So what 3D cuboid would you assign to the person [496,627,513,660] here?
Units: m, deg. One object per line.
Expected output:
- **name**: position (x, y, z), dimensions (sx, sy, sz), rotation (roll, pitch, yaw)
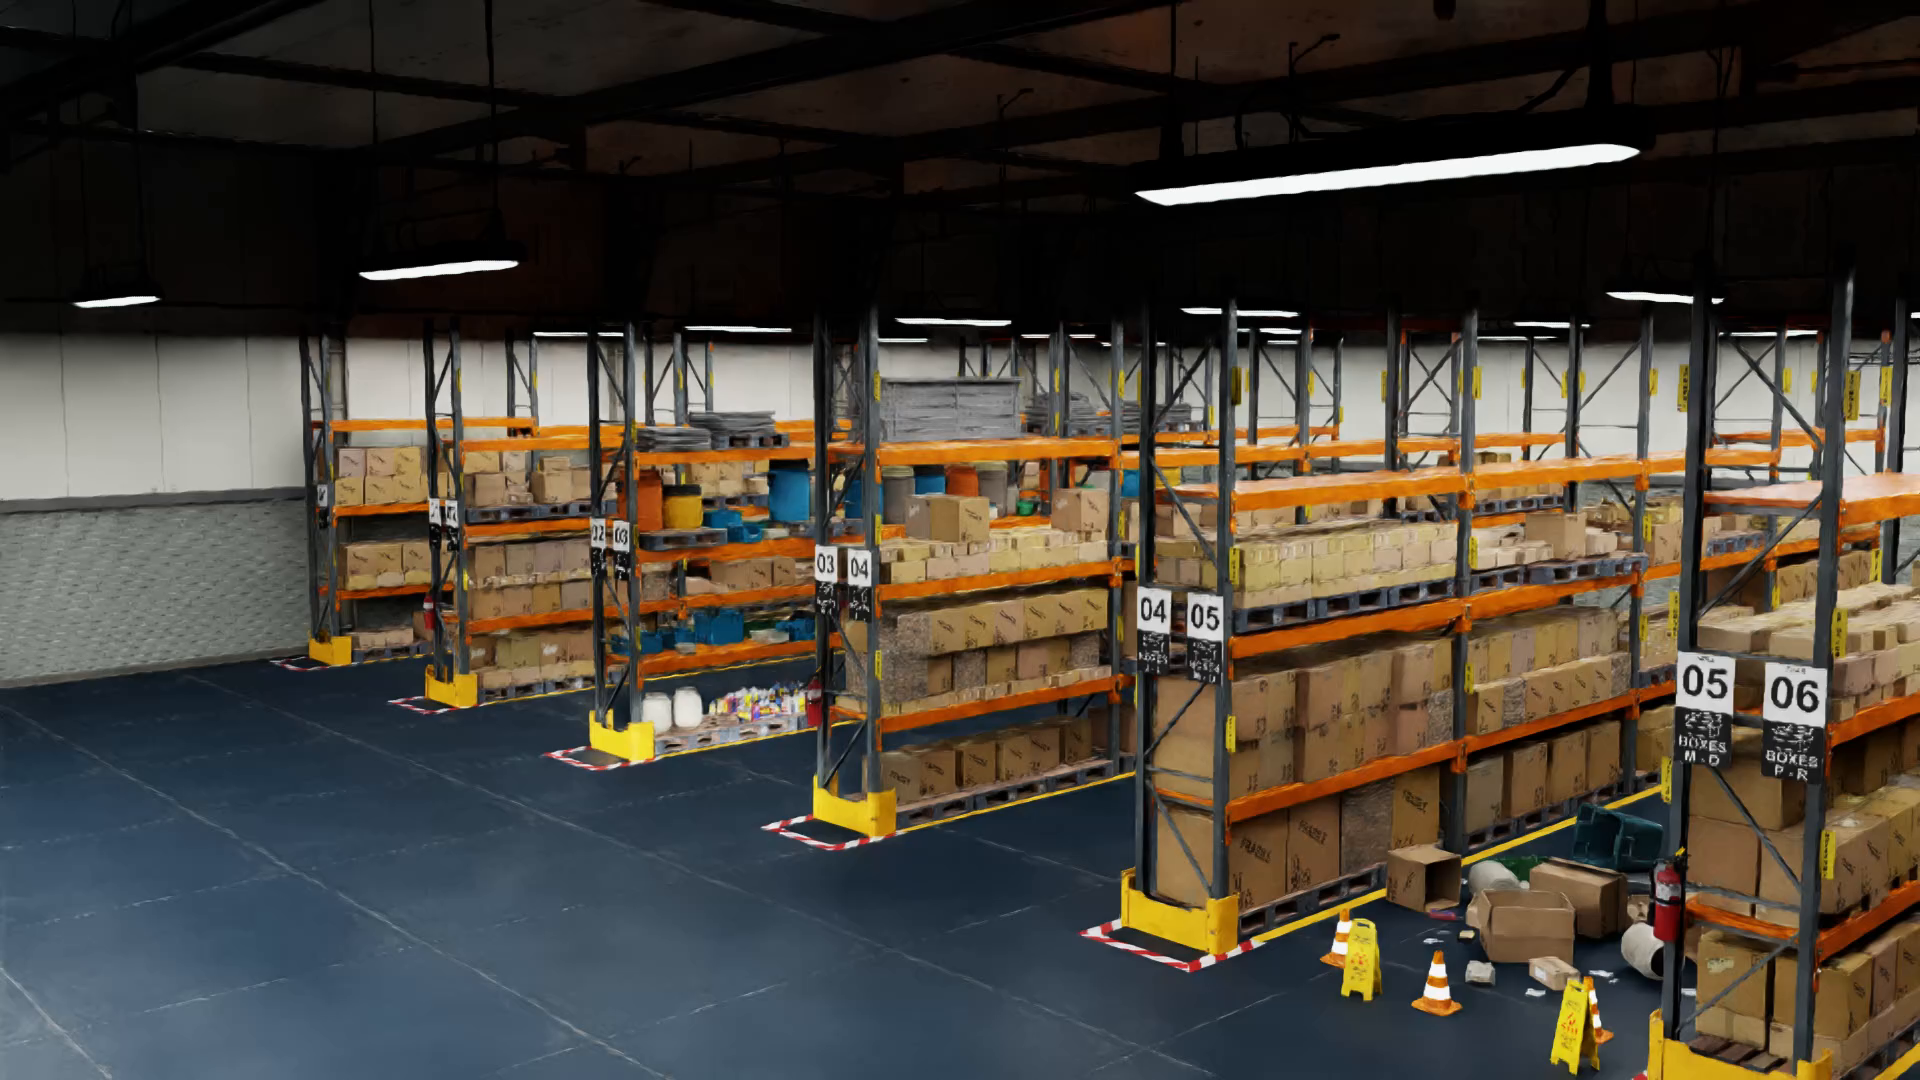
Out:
- **person**: position (-7.946, 1.447, 28.871), dimensions (0.444, 1.585, 1.016), rotation (5, 7, 39)
